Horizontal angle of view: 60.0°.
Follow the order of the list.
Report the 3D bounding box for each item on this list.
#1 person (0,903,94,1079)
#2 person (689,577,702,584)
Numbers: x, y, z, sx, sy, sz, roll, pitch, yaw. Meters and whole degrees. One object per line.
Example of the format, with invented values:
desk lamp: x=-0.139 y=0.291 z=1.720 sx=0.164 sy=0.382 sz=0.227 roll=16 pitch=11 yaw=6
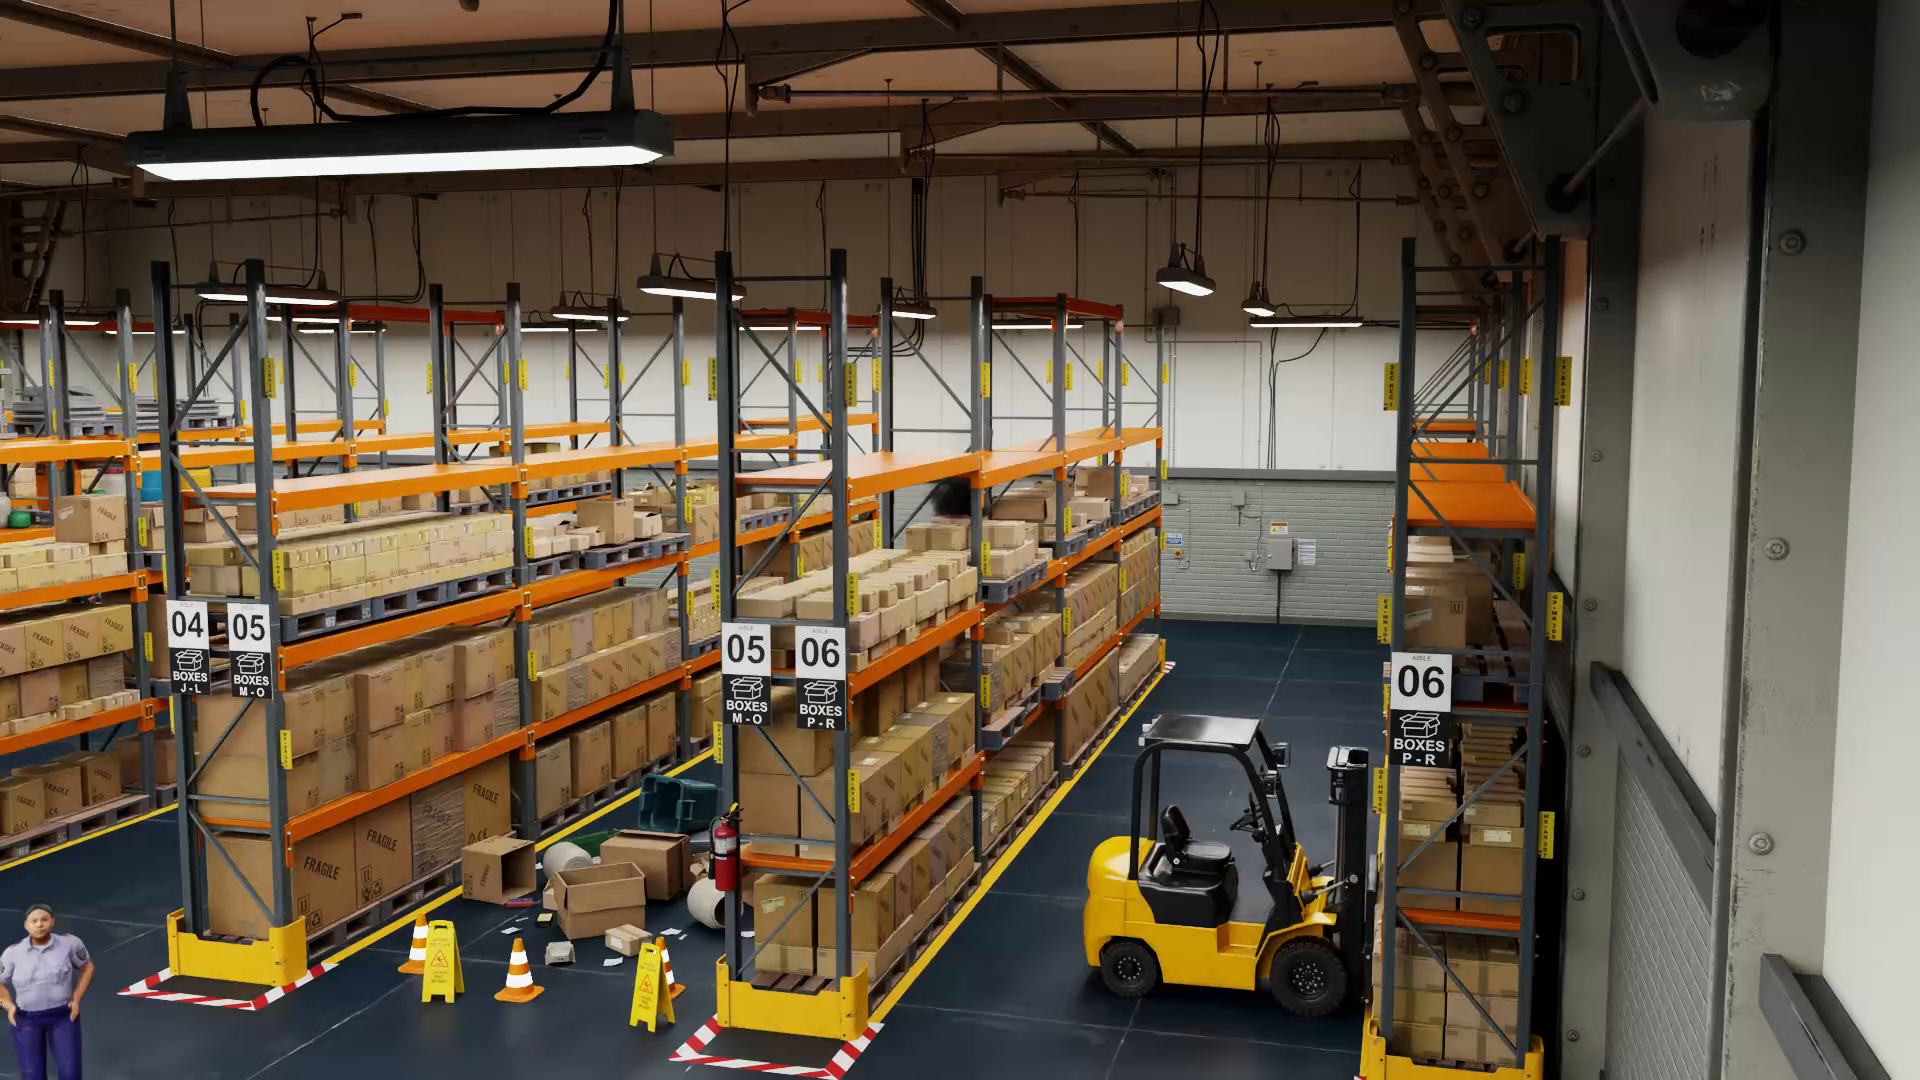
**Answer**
person: x=-6.090 y=3.206 z=11.074 sx=0.604 sy=1.596 sz=0.554 roll=-3 pitch=7 yaw=-28
person: x=-4.338 y=1.441 z=27.329 sx=0.634 sy=1.692 sz=0.587 roll=4 pitch=7 yaw=30
